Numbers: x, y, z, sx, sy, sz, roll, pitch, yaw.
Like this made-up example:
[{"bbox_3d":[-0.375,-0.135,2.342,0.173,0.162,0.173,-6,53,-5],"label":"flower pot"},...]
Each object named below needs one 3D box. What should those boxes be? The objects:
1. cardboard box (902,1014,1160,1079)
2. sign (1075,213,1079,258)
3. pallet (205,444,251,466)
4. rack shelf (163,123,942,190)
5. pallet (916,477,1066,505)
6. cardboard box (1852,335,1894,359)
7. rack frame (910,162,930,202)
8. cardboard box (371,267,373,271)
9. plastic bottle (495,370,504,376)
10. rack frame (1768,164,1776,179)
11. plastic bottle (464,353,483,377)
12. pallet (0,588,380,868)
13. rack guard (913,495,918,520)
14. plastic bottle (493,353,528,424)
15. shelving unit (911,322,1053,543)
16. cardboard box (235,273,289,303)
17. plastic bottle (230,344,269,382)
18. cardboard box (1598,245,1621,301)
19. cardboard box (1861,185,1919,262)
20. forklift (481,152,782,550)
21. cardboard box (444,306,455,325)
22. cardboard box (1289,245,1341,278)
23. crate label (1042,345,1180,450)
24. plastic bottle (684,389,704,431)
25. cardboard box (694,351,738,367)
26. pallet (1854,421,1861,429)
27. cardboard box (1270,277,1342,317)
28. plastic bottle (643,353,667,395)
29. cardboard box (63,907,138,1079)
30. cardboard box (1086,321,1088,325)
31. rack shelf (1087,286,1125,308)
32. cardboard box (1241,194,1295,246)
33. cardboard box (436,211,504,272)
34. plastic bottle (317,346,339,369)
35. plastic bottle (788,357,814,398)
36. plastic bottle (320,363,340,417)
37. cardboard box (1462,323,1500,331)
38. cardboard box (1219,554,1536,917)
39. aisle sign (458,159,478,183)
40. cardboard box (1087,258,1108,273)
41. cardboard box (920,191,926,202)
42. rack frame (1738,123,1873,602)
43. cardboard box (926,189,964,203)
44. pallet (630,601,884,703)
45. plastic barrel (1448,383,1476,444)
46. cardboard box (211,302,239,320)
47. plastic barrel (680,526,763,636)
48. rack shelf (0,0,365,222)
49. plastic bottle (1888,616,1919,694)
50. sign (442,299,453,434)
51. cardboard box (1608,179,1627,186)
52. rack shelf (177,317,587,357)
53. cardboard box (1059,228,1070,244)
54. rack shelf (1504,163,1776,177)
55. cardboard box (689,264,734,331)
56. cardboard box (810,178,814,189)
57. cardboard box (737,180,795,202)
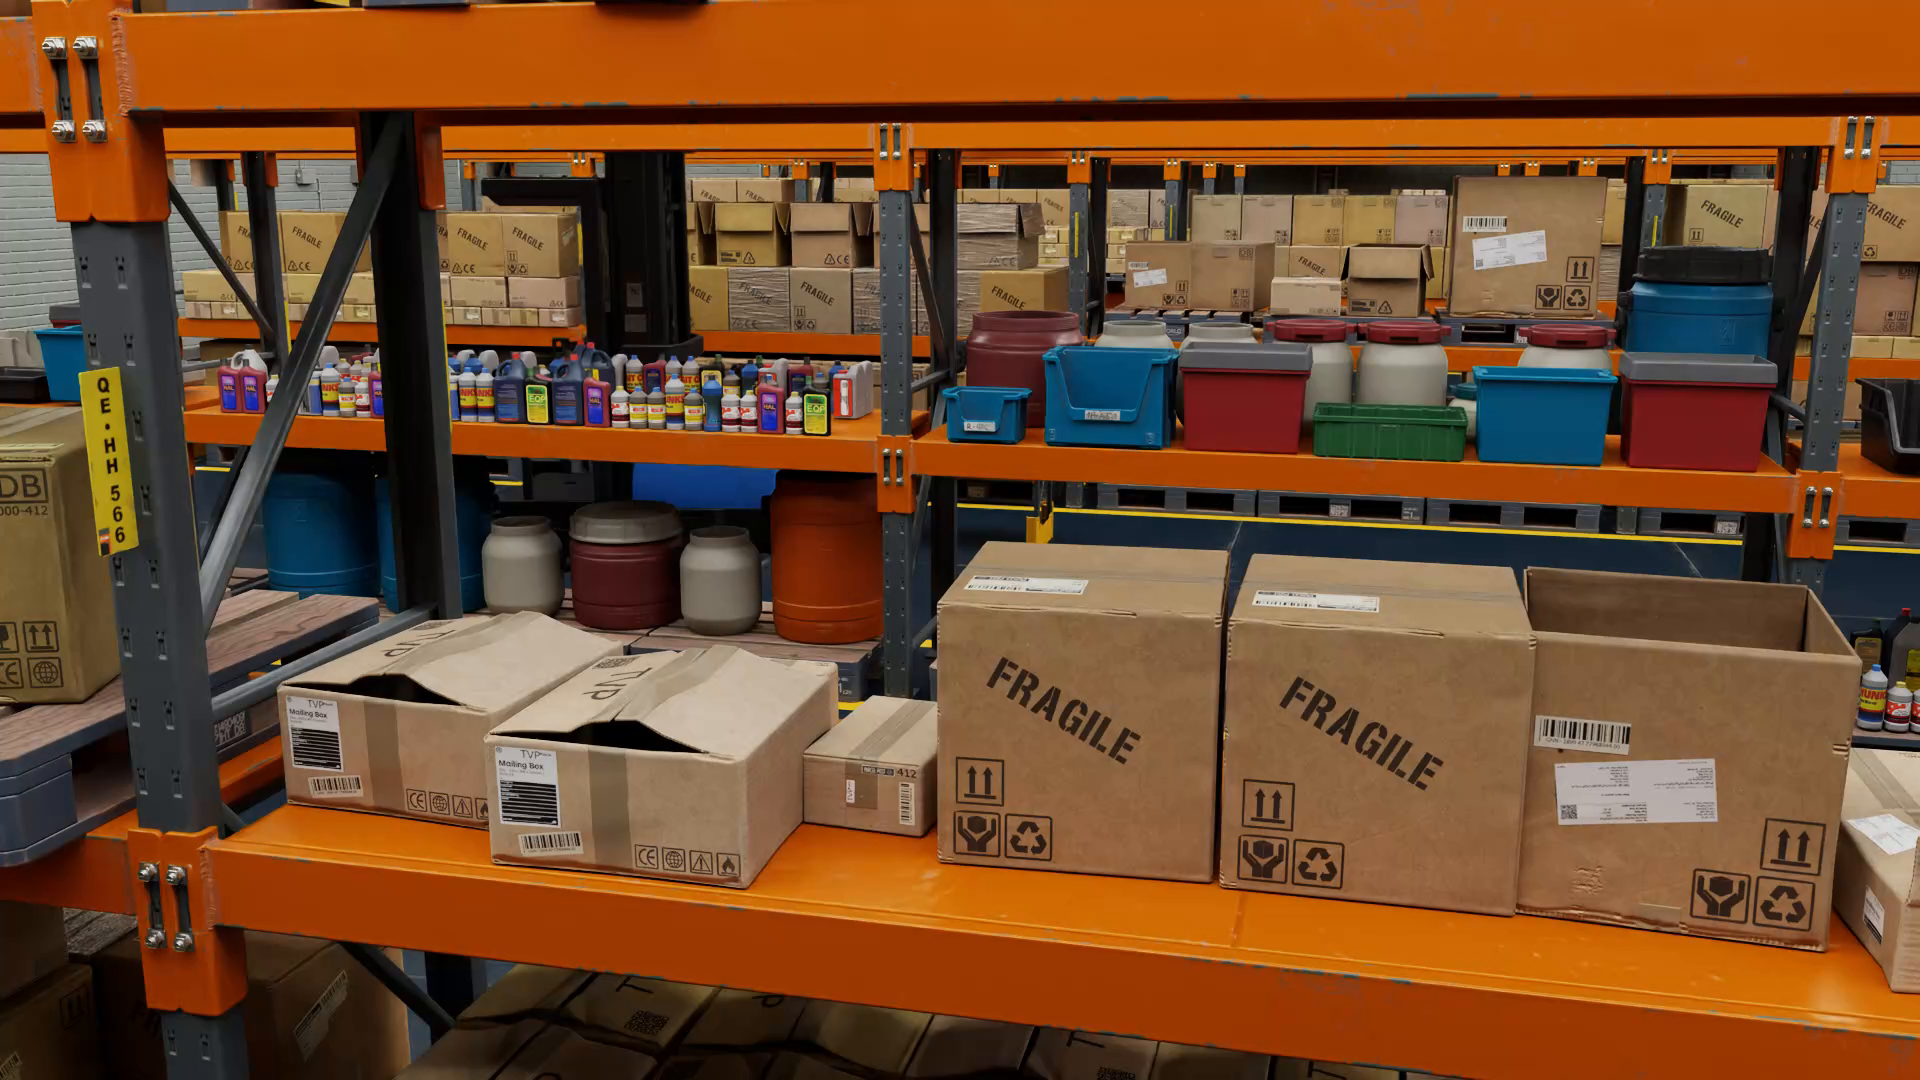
[{"bbox_3d":[0.180,1.164,3.645,0.500,0.311,0.500,3,13,13],"label":"cardboard box"},{"bbox_3d":[0.864,-2.258,12.315,0.005,0.325,0.100,3,13,14],"label":"sign"},{"bbox_3d":[-5.978,-0.839,15.027,1.213,0.211,1.003,3,13,14],"label":"pallet"},{"bbox_3d":[-2.134,-1.985,8.493,4.000,0.370,1.077,3,13,14],"label":"rack shelf"},{"bbox_3d":[0.247,-0.505,13.525,1.213,0.211,1.003,3,13,14],"label":"pallet"},{"bbox_3d":[6.234,-1.346,11.454,0.250,0.149,0.380,3,13,14],"label":"cardboard box"},{"bbox_3d":[-0.515,-4.102,23.295,0.127,3.000,1.000,3,13,14],"label":"rack frame"},{"bbox_3d":[-5.252,-2.275,14.722,0.500,0.250,0.500,3,13,12],"label":"cardboard box"},{"bbox_3d":[-2.522,-0.874,9.208,0.097,0.201,0.097,0,13,0],"label":"plastic bottle"},{"bbox_3d":[12.321,-4.523,25.194,0.127,3.000,1.000,3,13,14],"label":"rack frame"},{"bbox_3d":[-2.653,-0.881,9.079,0.097,0.271,0.097,0,13,0],"label":"plastic bottle"},{"bbox_3d":[-2.058,0.346,3.691,1.003,0.211,1.213,3,13,14],"label":"pallet"},{"bbox_3d":[-0.409,-0.144,11.805,0.087,0.250,0.587,3,13,14],"label":"rack guard"},{"bbox_3d":[-2.251,-0.769,8.386,0.185,0.351,0.144,3,13,14],"label":"plastic bottle"},{"bbox_3d":[0.074,-0.728,11.553,1.083,1.500,0.587,3,13,14],"label":"shelving unit"},{"bbox_3d":[-5.865,-2.190,14.339,0.500,0.250,0.500,3,13,13],"label":"cardboard box"},{"bbox_3d":[-3.773,-0.863,8.814,0.185,0.351,0.144,3,13,14],"label":"plastic bottle"},{"bbox_3d":[6.525,-2.697,16.618,0.550,0.550,0.875,3,13,14],"label":"cardboard box"},{"bbox_3d":[6.225,-2.156,11.301,0.500,0.500,0.500,3,13,14],"label":"cardboard box"},{"bbox_3d":[-2.652,-1.461,11.551,3.031,2.935,1.130,0,13,2],"label":"forklift"},{"bbox_3d":[-4.263,-1.895,13.931,0.250,0.149,0.380,3,13,15],"label":"cardboard box"},{"bbox_3d":[3.636,-2.765,17.038,0.500,0.500,0.500,3,13,13],"label":"cardboard box"},{"bbox_3d":[0.707,-0.677,7.780,0.616,0.435,0.502,3,13,14],"label":"crate label"},{"bbox_3d":[-1.303,-0.640,8.151,0.097,0.201,0.097,0,13,0],"label":"plastic bottle"},{"bbox_3d":[-2.263,-1.156,13.956,0.875,0.875,1.225,3,13,14],"label":"cardboard box"},{"bbox_3d":[9.253,-1.096,16.188,1.213,0.211,1.003,3,13,14],"label":"pallet"},{"bbox_3d":[2.566,-1.807,12.328,0.500,0.250,0.500,3,13,12],"label":"cardboard box"},{"bbox_3d":[-1.646,-0.872,9.006,0.133,0.283,0.061,3,13,14],"label":"plastic bottle"},{"bbox_3d":[-2.266,1.169,4.296,0.500,0.500,0.500,3,13,11],"label":"cardboard box"},{"bbox_3d":[1.554,-2.179,17.700,0.500,0.250,0.500,3,13,12],"label":"cardboard box"},{"bbox_3d":[0.339,-2.600,18.190,4.000,0.370,1.077,3,13,14],"label":"rack shelf"},{"bbox_3d":[3.205,-3.333,17.294,0.500,0.500,0.700,3,13,13],"label":"cardboard box"},{"bbox_3d":[-4.276,-2.588,14.399,0.500,0.500,0.500,3,13,12],"label":"cardboard box"},{"bbox_3d":[-3.616,-0.963,9.436,0.135,0.276,0.152,3,13,14],"label":"plastic bottle"},{"bbox_3d":[-0.843,-0.829,8.813,0.133,0.283,0.061,3,13,14],"label":"plastic bottle"},{"bbox_3d":[-3.257,-0.778,8.614,0.097,0.271,0.097,0,13,0],"label":"plastic bottle"},{"bbox_3d":[6.742,-2.635,21.784,0.625,0.372,0.950,3,13,14],"label":"cardboard box"},{"bbox_3d":[0.761,0.335,3.067,0.500,0.500,0.500,3,13,14],"label":"cardboard box"},{"bbox_3d":[-5.629,-4.473,18.967,0.004,0.787,0.394,3,13,14],"label":"aisle sign"},{"bbox_3d":[1.451,-2.872,17.366,0.250,0.149,0.380,3,13,13],"label":"cardboard box"},{"bbox_3d":[-0.711,-5.717,28.504,0.500,0.500,0.500,3,13,12],"label":"cardboard box"},{"bbox_3d":[3.691,-0.561,7.337,0.127,3.000,1.000,3,13,14],"label":"rack frame"},{"bbox_3d":[-0.157,-4.555,22.801,0.500,0.500,0.500,3,13,14],"label":"cardboard box"},{"bbox_3d":[-0.968,0.561,8.719,1.213,0.211,1.003,3,13,14],"label":"pallet"},{"bbox_3d":[2.443,-0.594,7.807,0.301,0.262,0.301,0,13,0],"label":"plastic barrel"},{"bbox_3d":[-6.258,-2.002,14.411,0.250,0.149,0.380,3,13,13],"label":"cardboard box"},{"bbox_3d":[-1.241,0.209,8.642,0.421,0.512,0.421,0,13,0],"label":"plastic barrel"},{"bbox_3d":[-3.325,-0.944,3.799,4.000,0.370,1.077,3,13,14],"label":"rack shelf"},{"bbox_3d":[4.351,0.521,7.562,0.185,0.351,0.144,3,13,14],"label":"plastic bottle"},{"bbox_3d":[-1.253,-0.409,3.980,0.005,0.325,0.100,3,13,14],"label":"sign"},{"bbox_3d":[8.118,-4.269,20.824,0.500,0.500,0.700,3,13,14],"label":"cardboard box"},{"bbox_3d":[-4.831,-1.770,14.448,4.000,0.370,1.077,3,13,14],"label":"rack shelf"},{"bbox_3d":[1.197,-3.177,17.364,0.250,0.149,0.380,3,13,15],"label":"cardboard box"},{"bbox_3d":[10.379,-5.740,25.415,4.000,0.370,1.077,3,13,14],"label":"rack shelf"},{"bbox_3d":[-2.014,-1.964,13.430,0.500,0.500,0.500,3,13,14],"label":"cardboard box"},{"bbox_3d":[-2.116,-4.984,23.235,0.250,0.149,0.380,3,13,12],"label":"cardboard box"},{"bbox_3d":[-2.124,-3.705,18.282,0.500,0.500,0.500,3,13,12],"label":"cardboard box"}]
